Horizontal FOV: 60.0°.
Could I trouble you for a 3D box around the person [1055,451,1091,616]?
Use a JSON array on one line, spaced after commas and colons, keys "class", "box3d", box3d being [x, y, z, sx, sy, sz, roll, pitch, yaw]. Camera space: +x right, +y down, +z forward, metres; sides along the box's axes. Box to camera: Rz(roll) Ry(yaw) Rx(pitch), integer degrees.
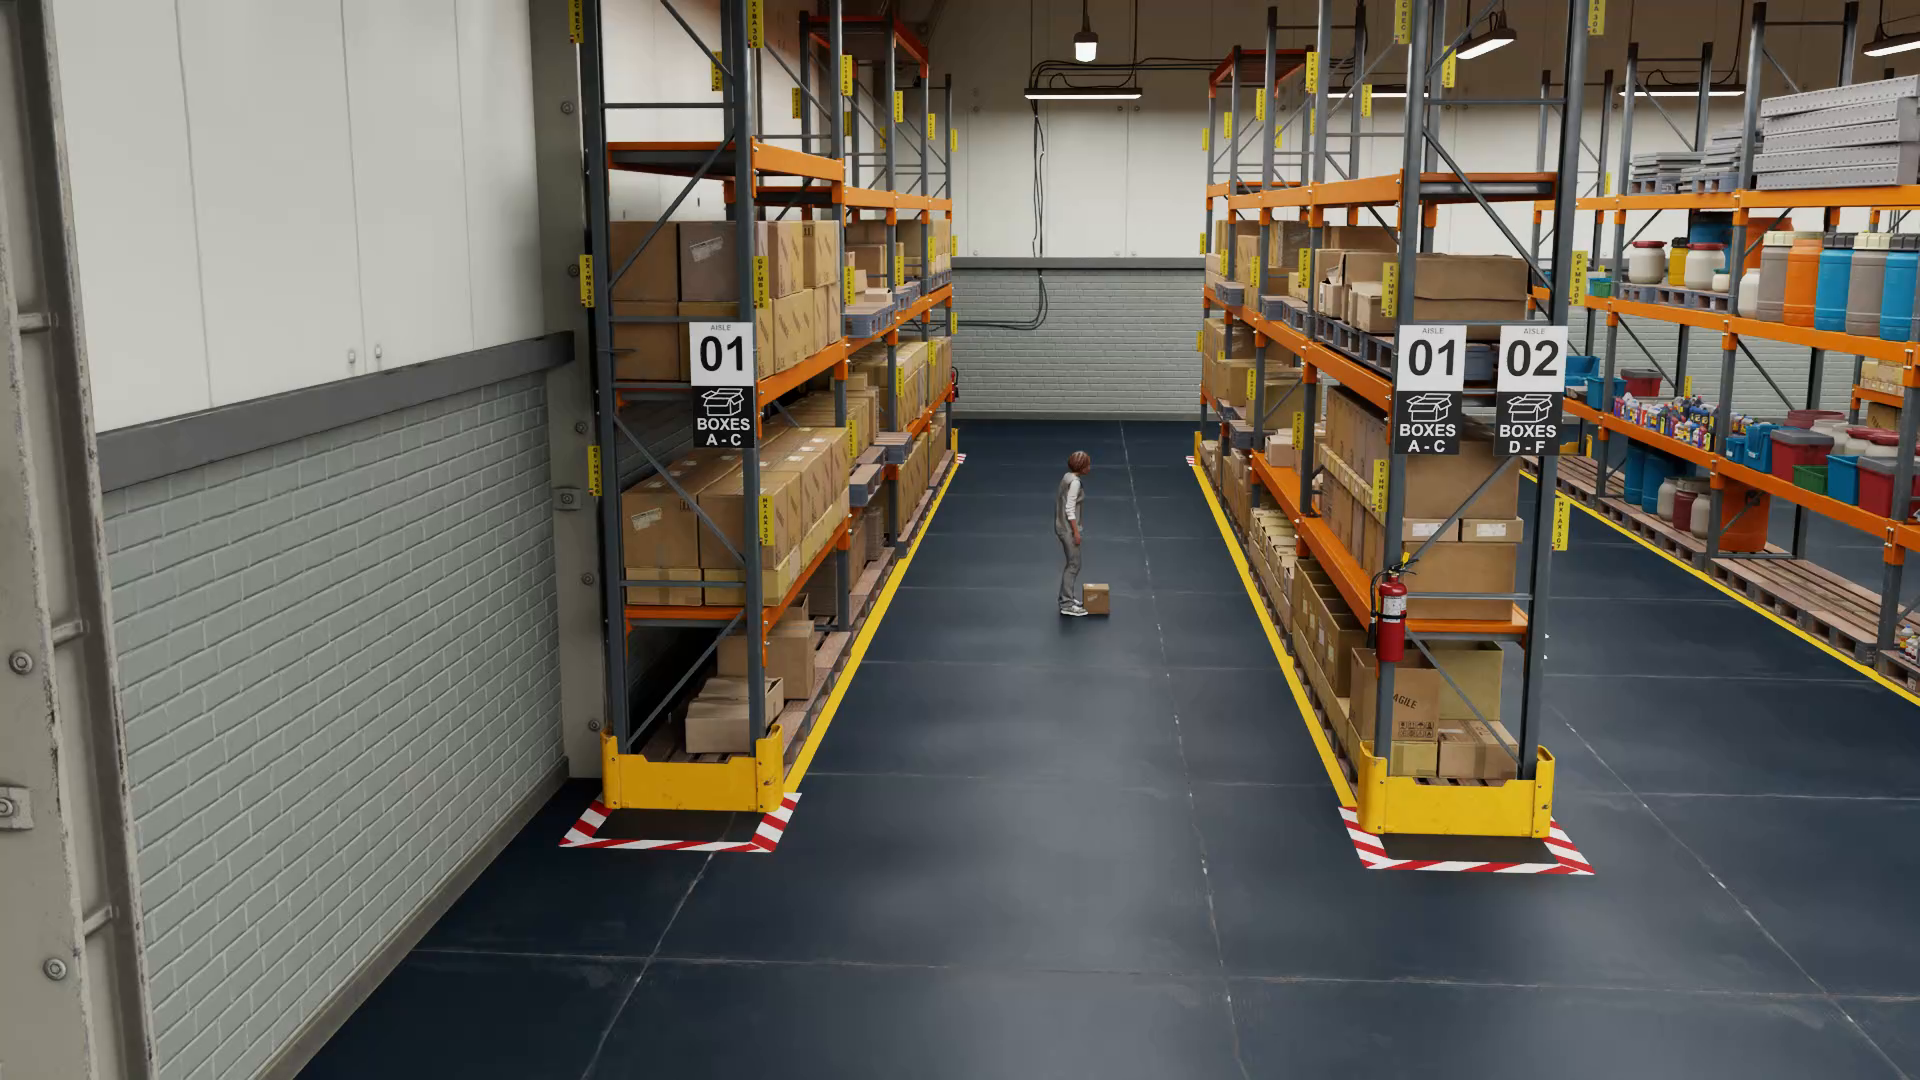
[{"class": "person", "box3d": [1.106, -0.077, 16.360, 0.347, 1.592, 0.477, 0, 11, 2]}]
